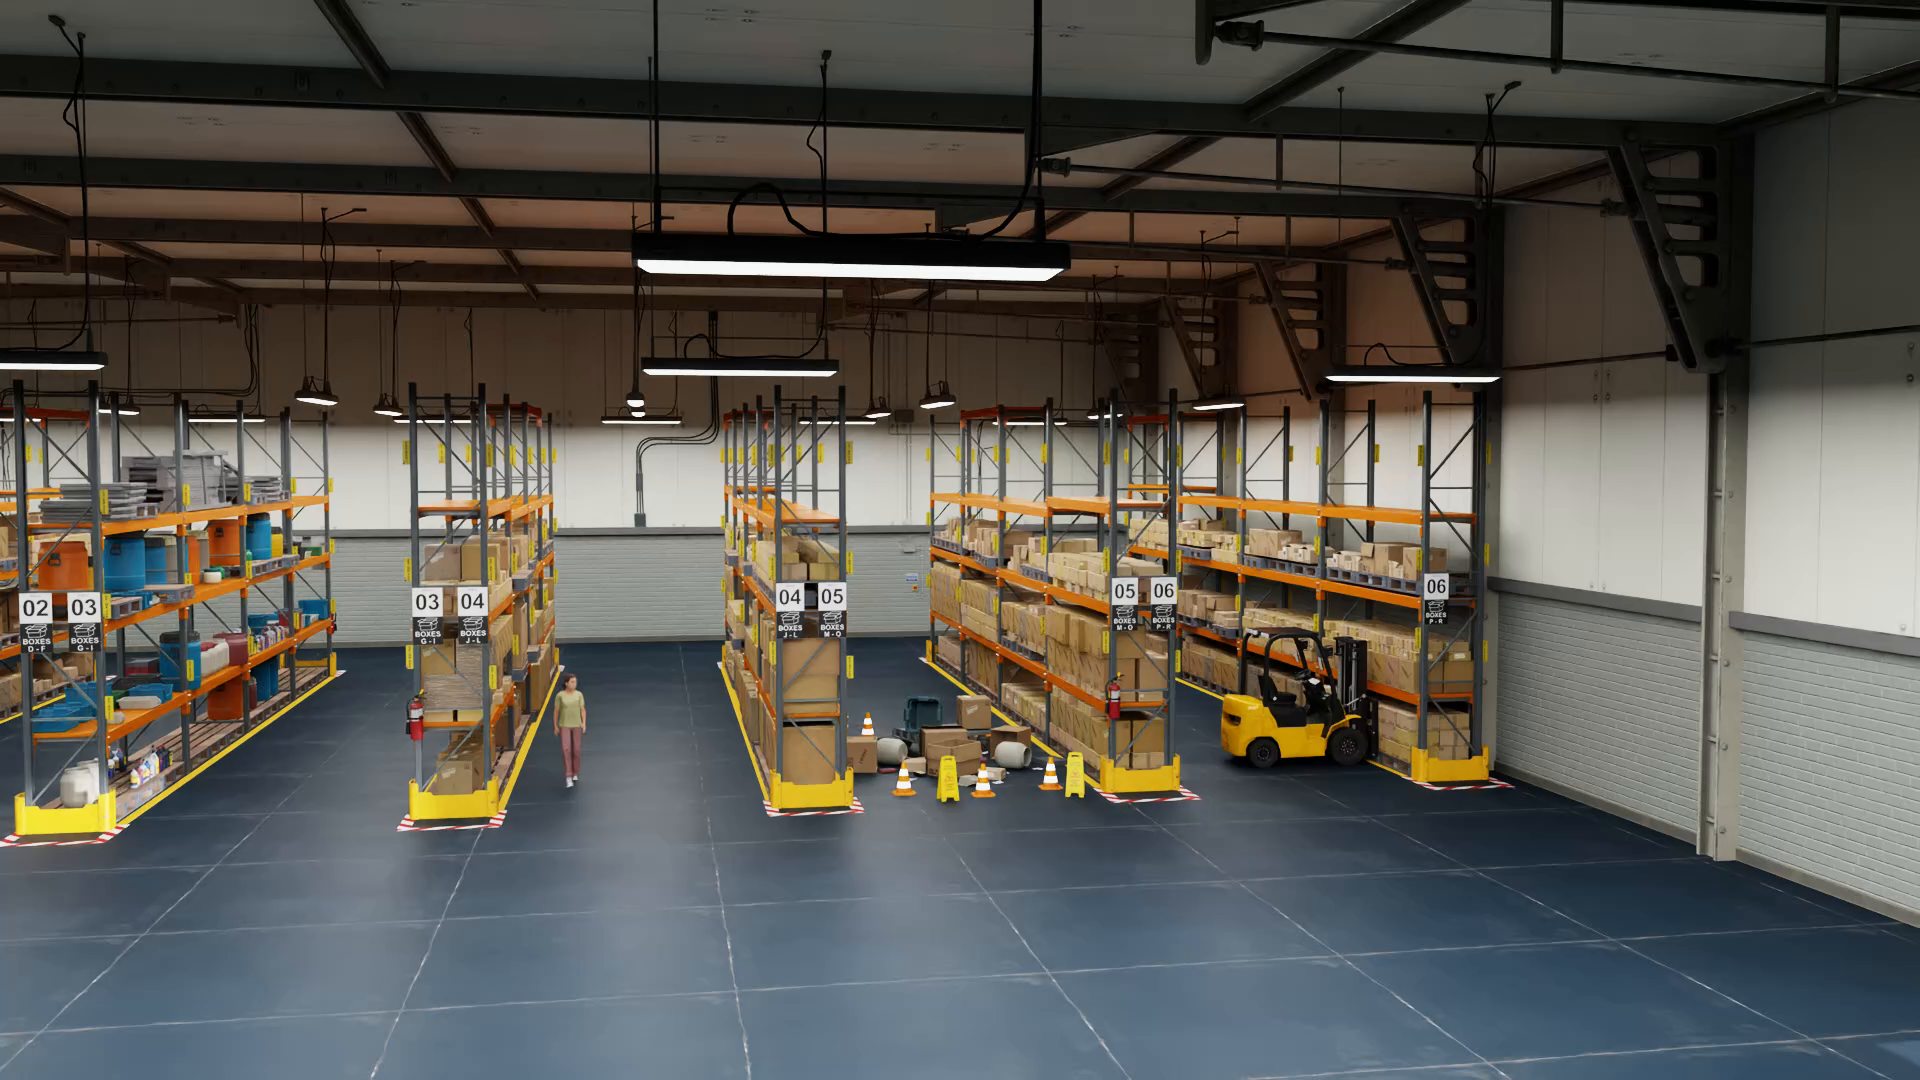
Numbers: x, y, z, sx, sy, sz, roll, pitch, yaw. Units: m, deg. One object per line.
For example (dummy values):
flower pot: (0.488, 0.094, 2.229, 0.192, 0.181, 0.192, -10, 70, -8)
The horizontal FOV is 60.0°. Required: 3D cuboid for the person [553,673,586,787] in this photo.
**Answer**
person: (-5.924, 2.896, 25.424, 0.472, 1.670, 0.743, -1, 3, -26)
